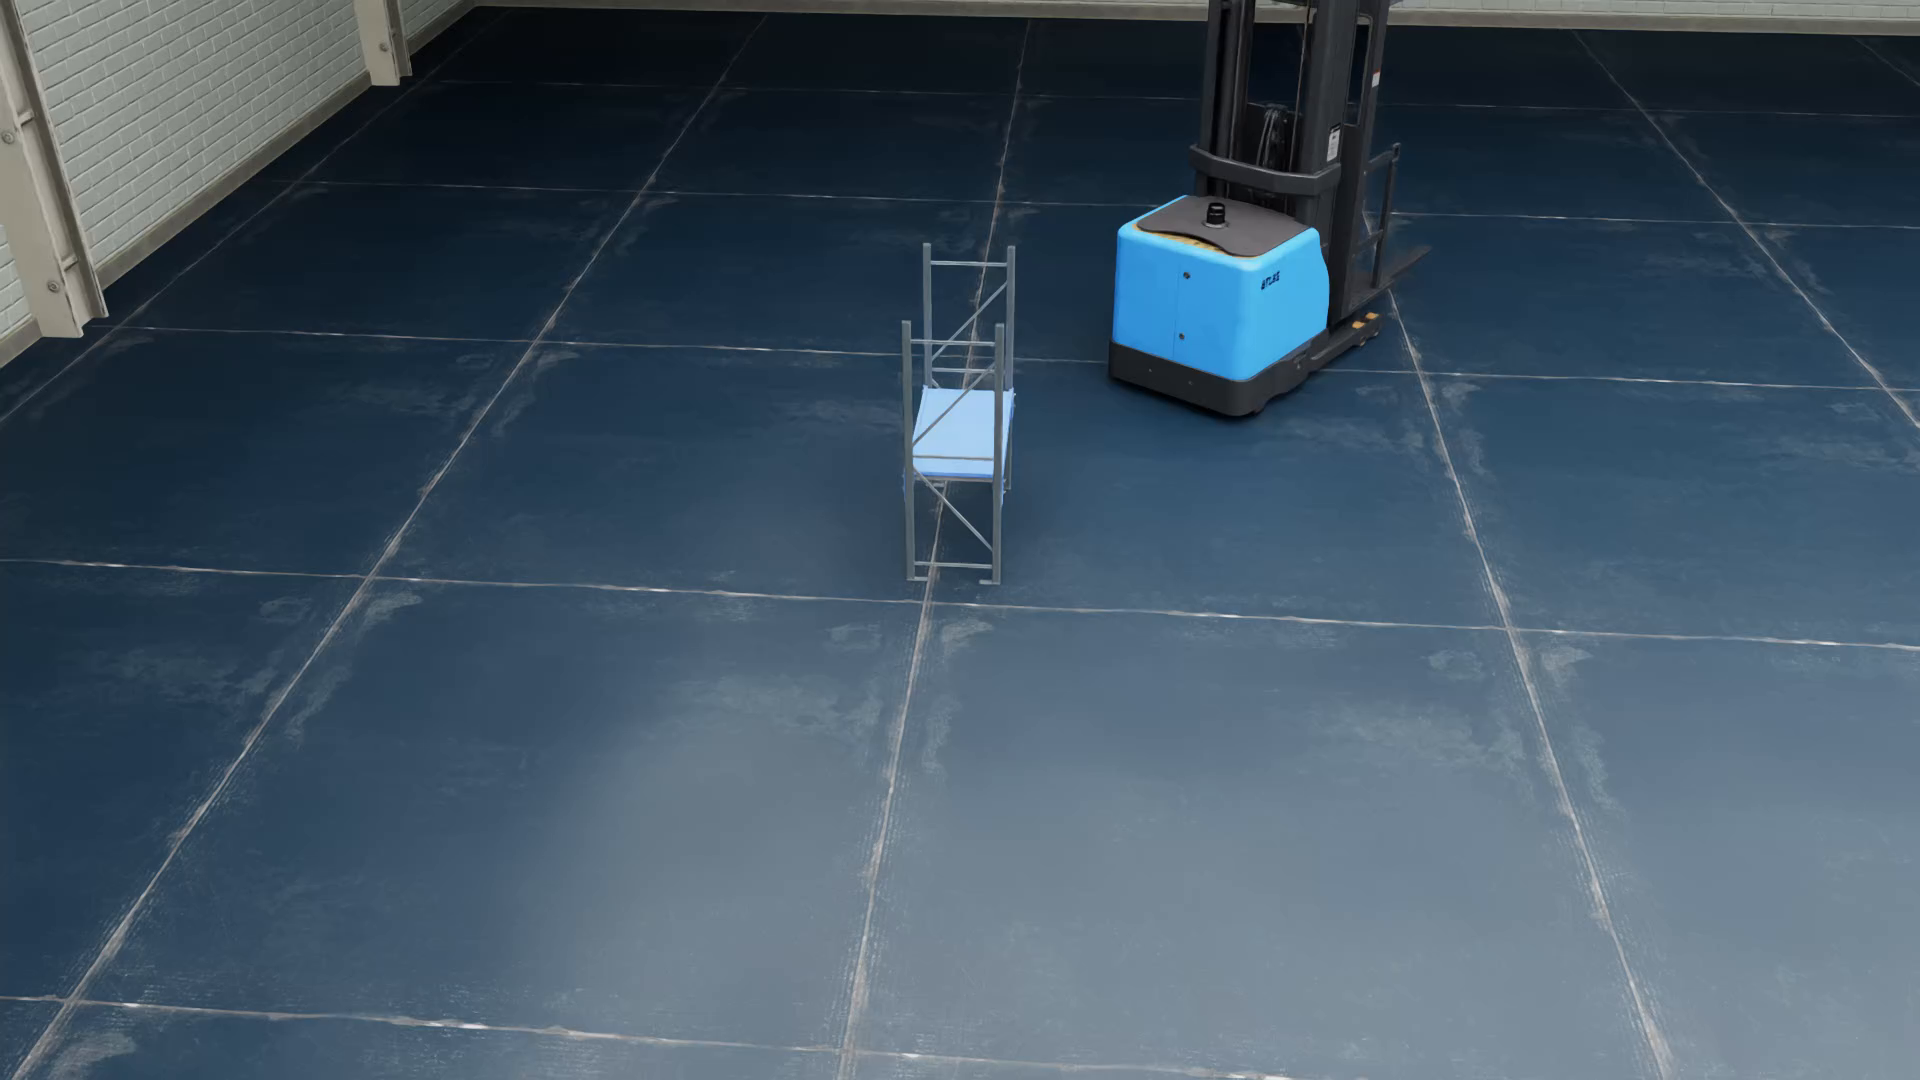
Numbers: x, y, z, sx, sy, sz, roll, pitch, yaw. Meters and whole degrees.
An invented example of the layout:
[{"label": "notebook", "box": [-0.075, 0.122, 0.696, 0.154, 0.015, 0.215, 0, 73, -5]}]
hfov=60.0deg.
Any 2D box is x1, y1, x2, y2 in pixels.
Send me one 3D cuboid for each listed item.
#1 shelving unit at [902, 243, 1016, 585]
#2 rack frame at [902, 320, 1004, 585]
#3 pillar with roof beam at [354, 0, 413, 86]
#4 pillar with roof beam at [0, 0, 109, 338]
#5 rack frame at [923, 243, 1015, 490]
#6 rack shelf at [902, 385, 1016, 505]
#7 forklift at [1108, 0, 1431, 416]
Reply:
[{"label": "shelving unit", "box": [0.007, -0.683, 8.929, 0.538, 1.500, 1.048, 2, 32, 4]}, {"label": "rack frame", "box": [-0.034, -0.417, 8.498, 0.500, 1.500, 0.032, 2, 32, 4]}, {"label": "pillar with roof beam", "box": [-1.456, -8.295, 14.132, 9.100, 9.000, 0.400, 2, 32, 4]}, {"label": "pillar with roof beam", "box": [-1.944, -5.157, 9.041, 9.100, 9.000, 0.400, 2, 32, 4]}, {"label": "rack frame", "box": [0.048, -0.949, 9.360, 0.500, 1.500, 0.032, 2, 32, 4]}, {"label": "rack shelf", "box": [0.007, -0.530, 9.023, 0.538, 0.185, 1.000, 2, 32, 4]}, {"label": "forklift", "box": [2.289, -2.726, 10.880, 1.130, 2.935, 3.031, 23, 38, 32]}]
